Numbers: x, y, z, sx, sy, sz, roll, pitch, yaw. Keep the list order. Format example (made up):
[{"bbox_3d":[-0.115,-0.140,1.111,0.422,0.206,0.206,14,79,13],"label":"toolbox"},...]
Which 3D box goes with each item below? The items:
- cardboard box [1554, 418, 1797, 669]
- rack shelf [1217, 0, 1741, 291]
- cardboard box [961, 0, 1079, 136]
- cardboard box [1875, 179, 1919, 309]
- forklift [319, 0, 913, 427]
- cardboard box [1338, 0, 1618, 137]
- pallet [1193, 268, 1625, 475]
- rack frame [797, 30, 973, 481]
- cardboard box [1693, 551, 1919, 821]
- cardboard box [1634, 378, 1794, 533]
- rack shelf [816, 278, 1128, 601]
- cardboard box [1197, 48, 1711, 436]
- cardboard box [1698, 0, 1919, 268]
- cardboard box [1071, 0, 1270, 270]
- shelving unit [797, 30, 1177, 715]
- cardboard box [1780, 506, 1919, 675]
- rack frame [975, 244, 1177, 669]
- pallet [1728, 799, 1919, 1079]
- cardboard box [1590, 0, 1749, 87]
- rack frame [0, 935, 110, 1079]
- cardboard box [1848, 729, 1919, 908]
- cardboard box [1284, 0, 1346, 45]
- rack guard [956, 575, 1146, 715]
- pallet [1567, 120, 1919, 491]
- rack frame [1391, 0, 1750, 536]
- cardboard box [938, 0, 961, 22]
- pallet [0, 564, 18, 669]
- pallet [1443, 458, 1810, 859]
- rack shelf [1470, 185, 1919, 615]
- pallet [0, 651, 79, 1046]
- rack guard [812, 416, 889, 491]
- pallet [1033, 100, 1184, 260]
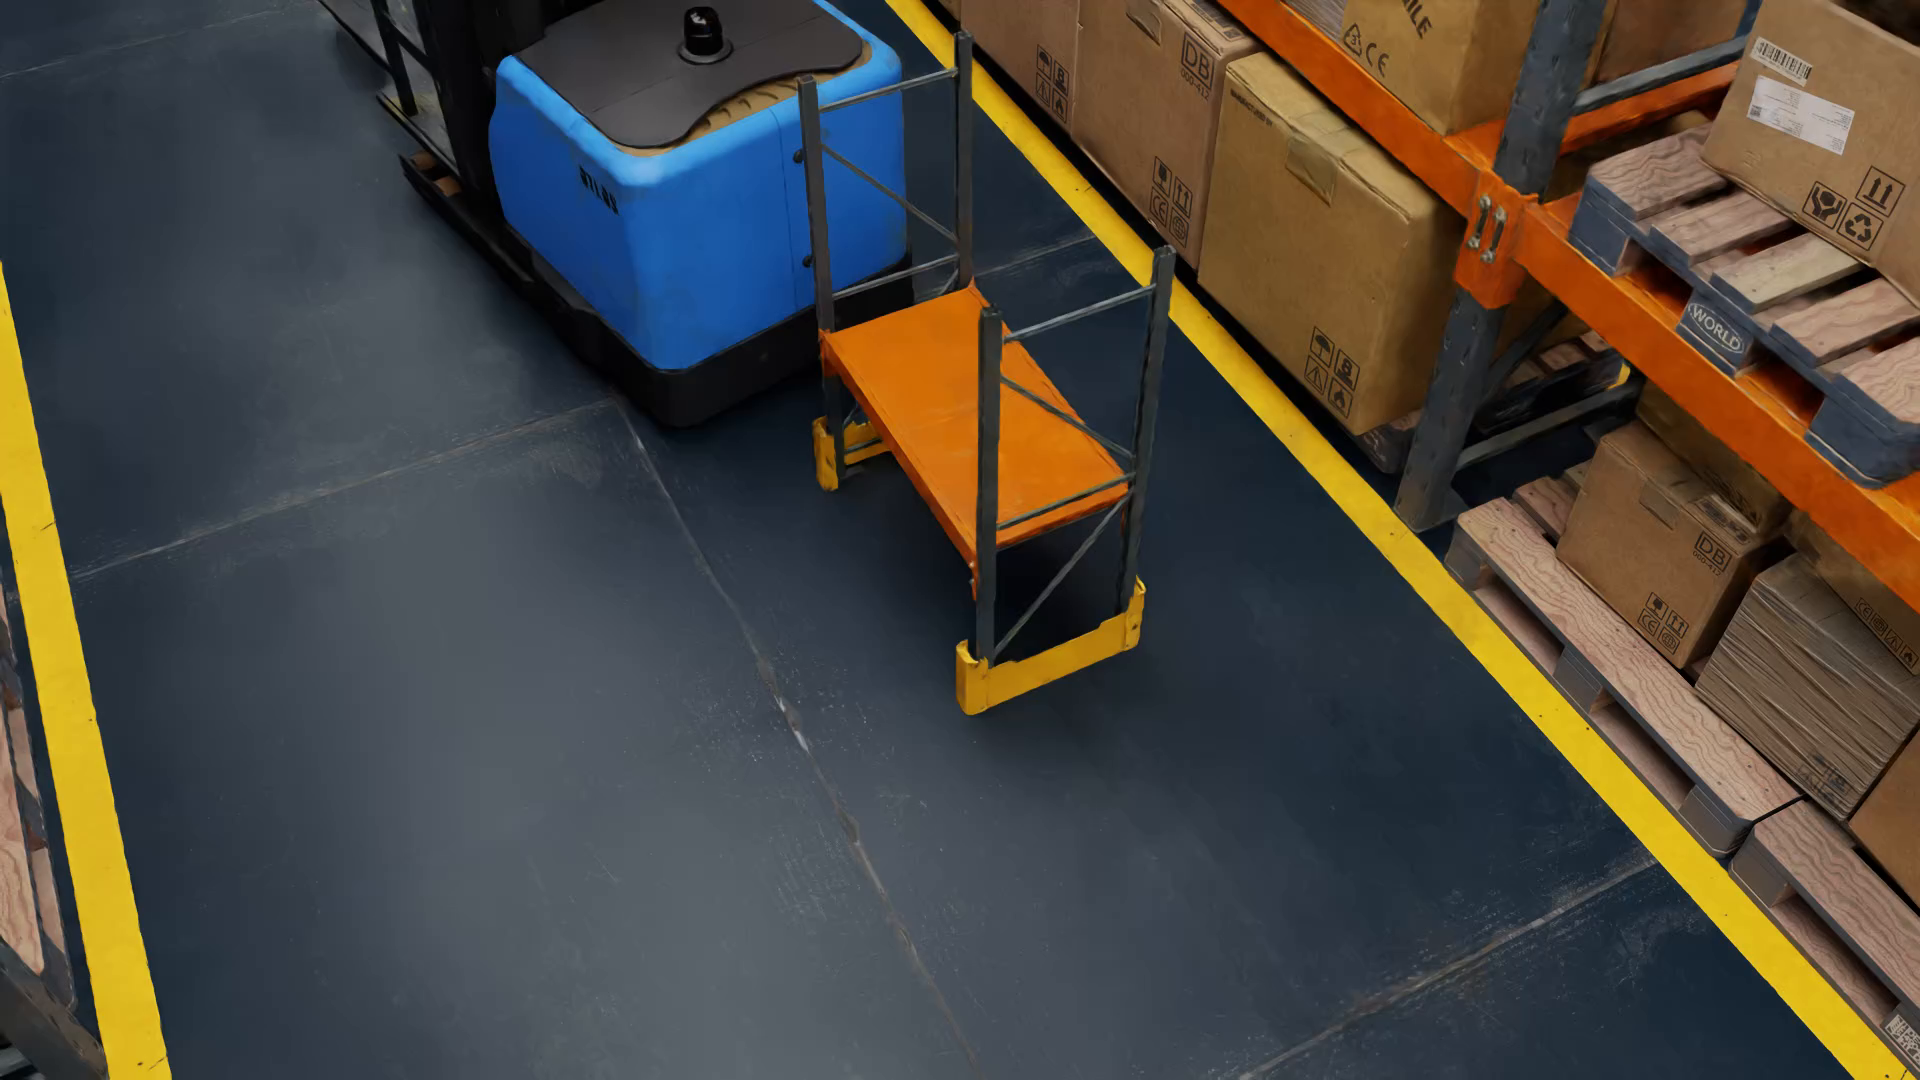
[{"bbox_3d":[2.180,-0.094,4.707,0.700,0.500,0.500,-24,53,-19],"label":"cardboard box"},{"bbox_3d":[0.941,-2.315,5.760,1.077,0.370,4.000,-21,52,-18],"label":"rack shelf"},{"bbox_3d":[0.746,-2.310,6.410,1.225,0.875,0.875,-23,53,-19],"label":"cardboard box"},{"bbox_3d":[2.483,-0.698,3.522,0.700,0.500,0.500,-14,50,-12],"label":"cardboard box"},{"bbox_3d":[-1.482,-2.391,5.394,1.130,2.935,3.031,-31,56,-24],"label":"forklift"},{"bbox_3d":[1.410,-1.491,4.495,0.500,0.500,0.500,-20,52,-16],"label":"cardboard box"},{"bbox_3d":[1.562,-0.849,5.852,1.003,0.211,1.213,-21,52,-18],"label":"pallet"},{"bbox_3d":[-0.194,-0.777,4.933,0.500,1.500,0.032,-21,52,-18],"label":"rack frame"},{"bbox_3d":[2.446,0.273,4.387,0.700,0.500,0.500,-25,53,-20],"label":"cardboard box"},{"bbox_3d":[2.189,-0.344,4.428,0.500,0.250,0.500,-19,52,-16],"label":"cardboard box"},{"bbox_3d":[0.039,-0.318,4.771,0.538,0.185,1.000,-21,52,-18],"label":"rack shelf"},{"bbox_3d":[1.559,-1.121,5.370,1.225,0.875,0.875,-23,53,-19],"label":"cardboard box"},{"bbox_3d":[2.139,-1.037,3.819,0.500,0.500,0.500,-27,54,-22],"label":"cardboard box"},{"bbox_3d":[1.158,-1.720,5.894,1.225,0.875,0.875,-21,52,-17],"label":"cardboard box"},{"bbox_3d":[0.035,-0.443,4.641,0.587,1.500,1.083,-21,52,-18],"label":"shelving unit"},{"bbox_3d":[2.441,0.008,4.121,0.500,0.250,0.500,-16,51,-13],"label":"cardboard box"},{"bbox_3d":[0.272,-0.096,4.338,0.500,1.500,0.032,-21,52,-18],"label":"rack frame"},{"bbox_3d":[2.767,1.044,4.197,1.003,0.211,1.213,-21,52,-18],"label":"pallet"},{"bbox_3d":[1.876,-1.665,4.647,0.500,0.500,0.500,-20,52,-16],"label":"cardboard box"},{"bbox_3d":[-2.548,0.493,2.826,1.000,3.000,0.127,-21,52,-18],"label":"rack frame"},{"bbox_3d":[2.711,0.650,4.057,0.700,0.500,0.500,-17,51,-15],"label":"cardboard box"},{"bbox_3d":[1.187,-1.827,4.789,0.500,0.500,0.500,-22,52,-18],"label":"cardboard box"},{"bbox_3d":[0.263,0.302,4.820,0.587,0.250,0.087,-21,52,-18],"label":"rack guard"},{"bbox_3d":[2.277,-0.710,4.005,1.213,0.211,1.003,-21,52,-18],"label":"pallet"},{"bbox_3d":[1.856,-1.213,4.318,1.000,3.000,0.127,-21,52,-18],"label":"rack frame"},{"bbox_3d":[0.336,-2.908,6.933,1.225,0.875,0.875,-21,52,-17],"label":"cardboard box"},{"bbox_3d":[-3.500,0.082,5.038,1.003,0.211,1.213,-21,52,-18],"label":"pallet"},{"bbox_3d":[2.212,0.228,4.910,1.003,0.211,1.213,-21,52,-18],"label":"pallet"},{"bbox_3d":[2.771,0.362,3.418,1.077,0.370,4.000,-21,52,-18],"label":"rack shelf"},{"bbox_3d":[-2.946,0.898,4.325,1.003,0.211,1.213,-21,52,-18],"label":"pallet"},{"bbox_3d":[-0.193,-0.365,5.403,0.587,0.250,0.087,-21,52,-18],"label":"rack guard"},{"bbox_3d":[1.008,-1.664,6.565,1.003,0.211,1.213,-21,52,-18],"label":"pallet"}]
